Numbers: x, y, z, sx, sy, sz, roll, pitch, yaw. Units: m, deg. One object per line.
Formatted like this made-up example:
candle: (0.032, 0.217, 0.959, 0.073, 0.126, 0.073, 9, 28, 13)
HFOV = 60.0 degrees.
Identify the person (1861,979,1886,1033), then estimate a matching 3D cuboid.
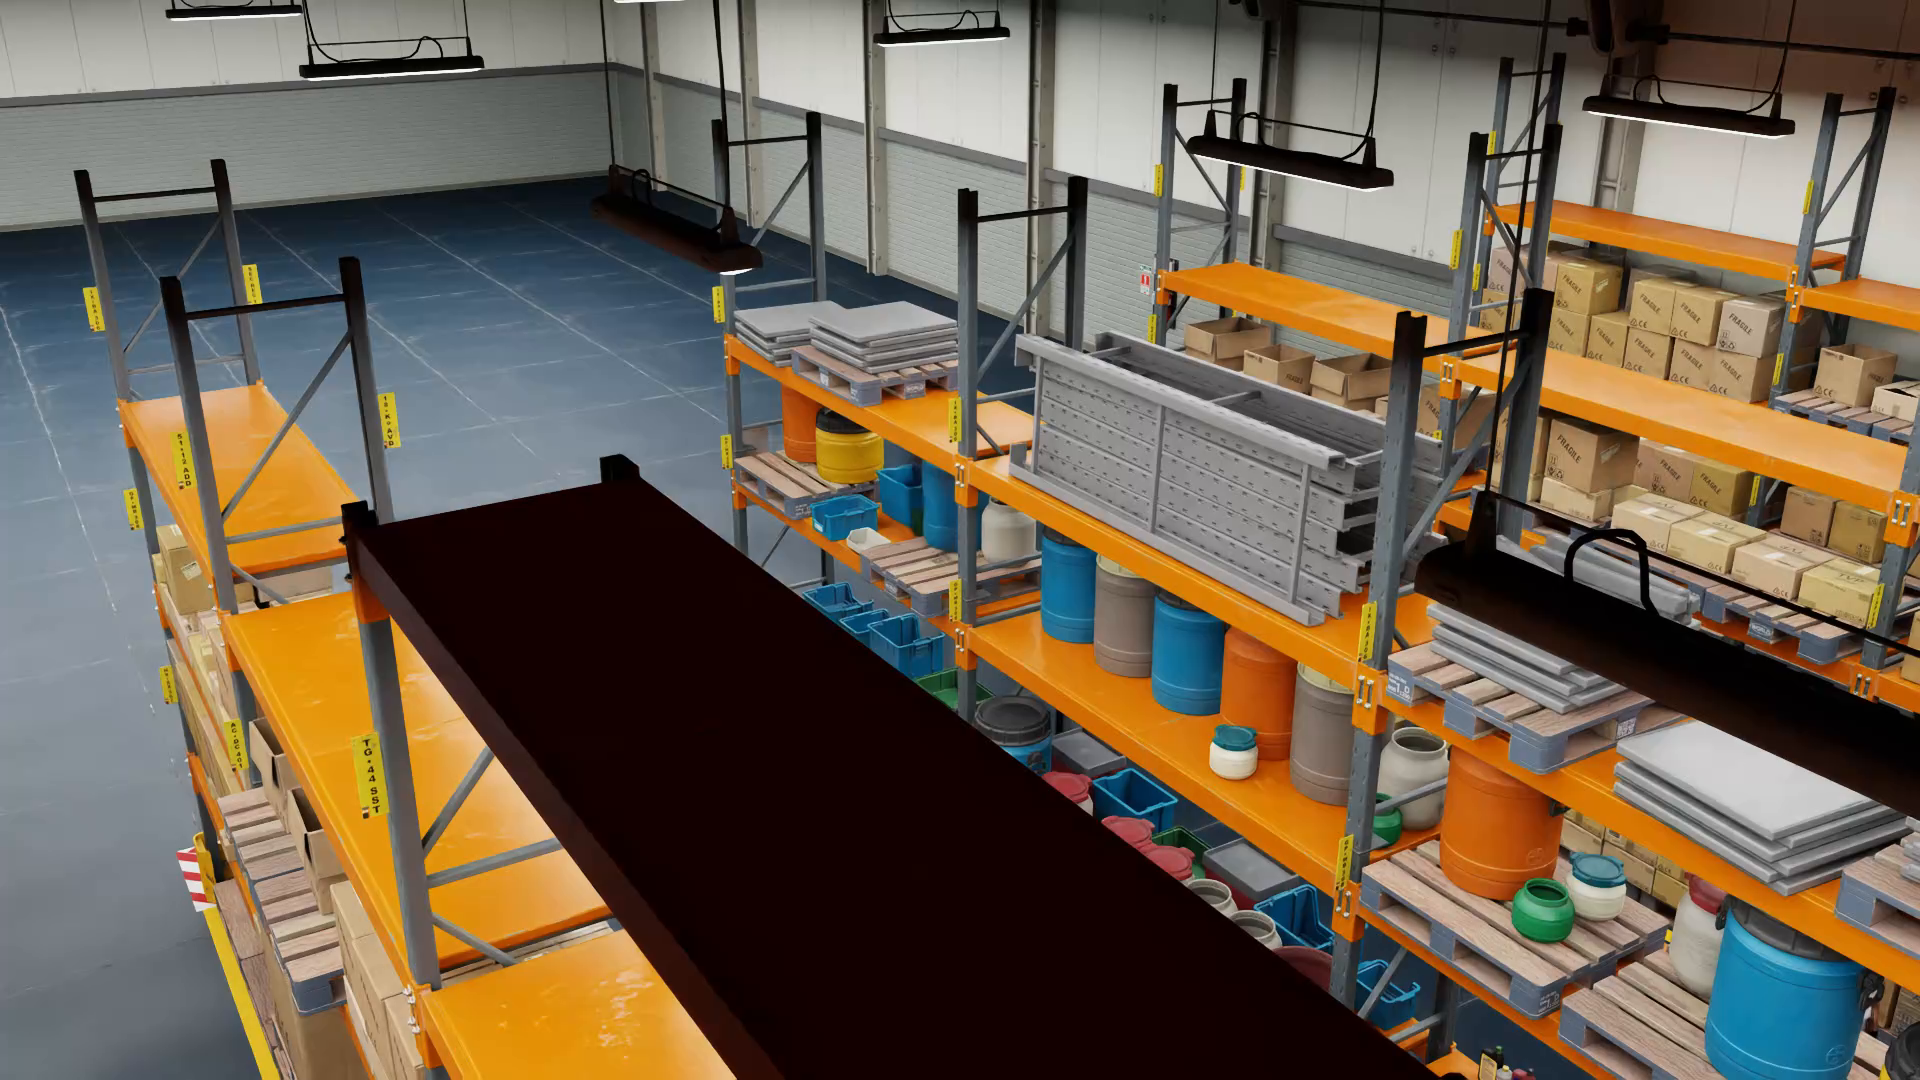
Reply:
person: (5.878, 3.148, 11.183, 0.616, 1.767, 0.477, -2, 22, -5)
